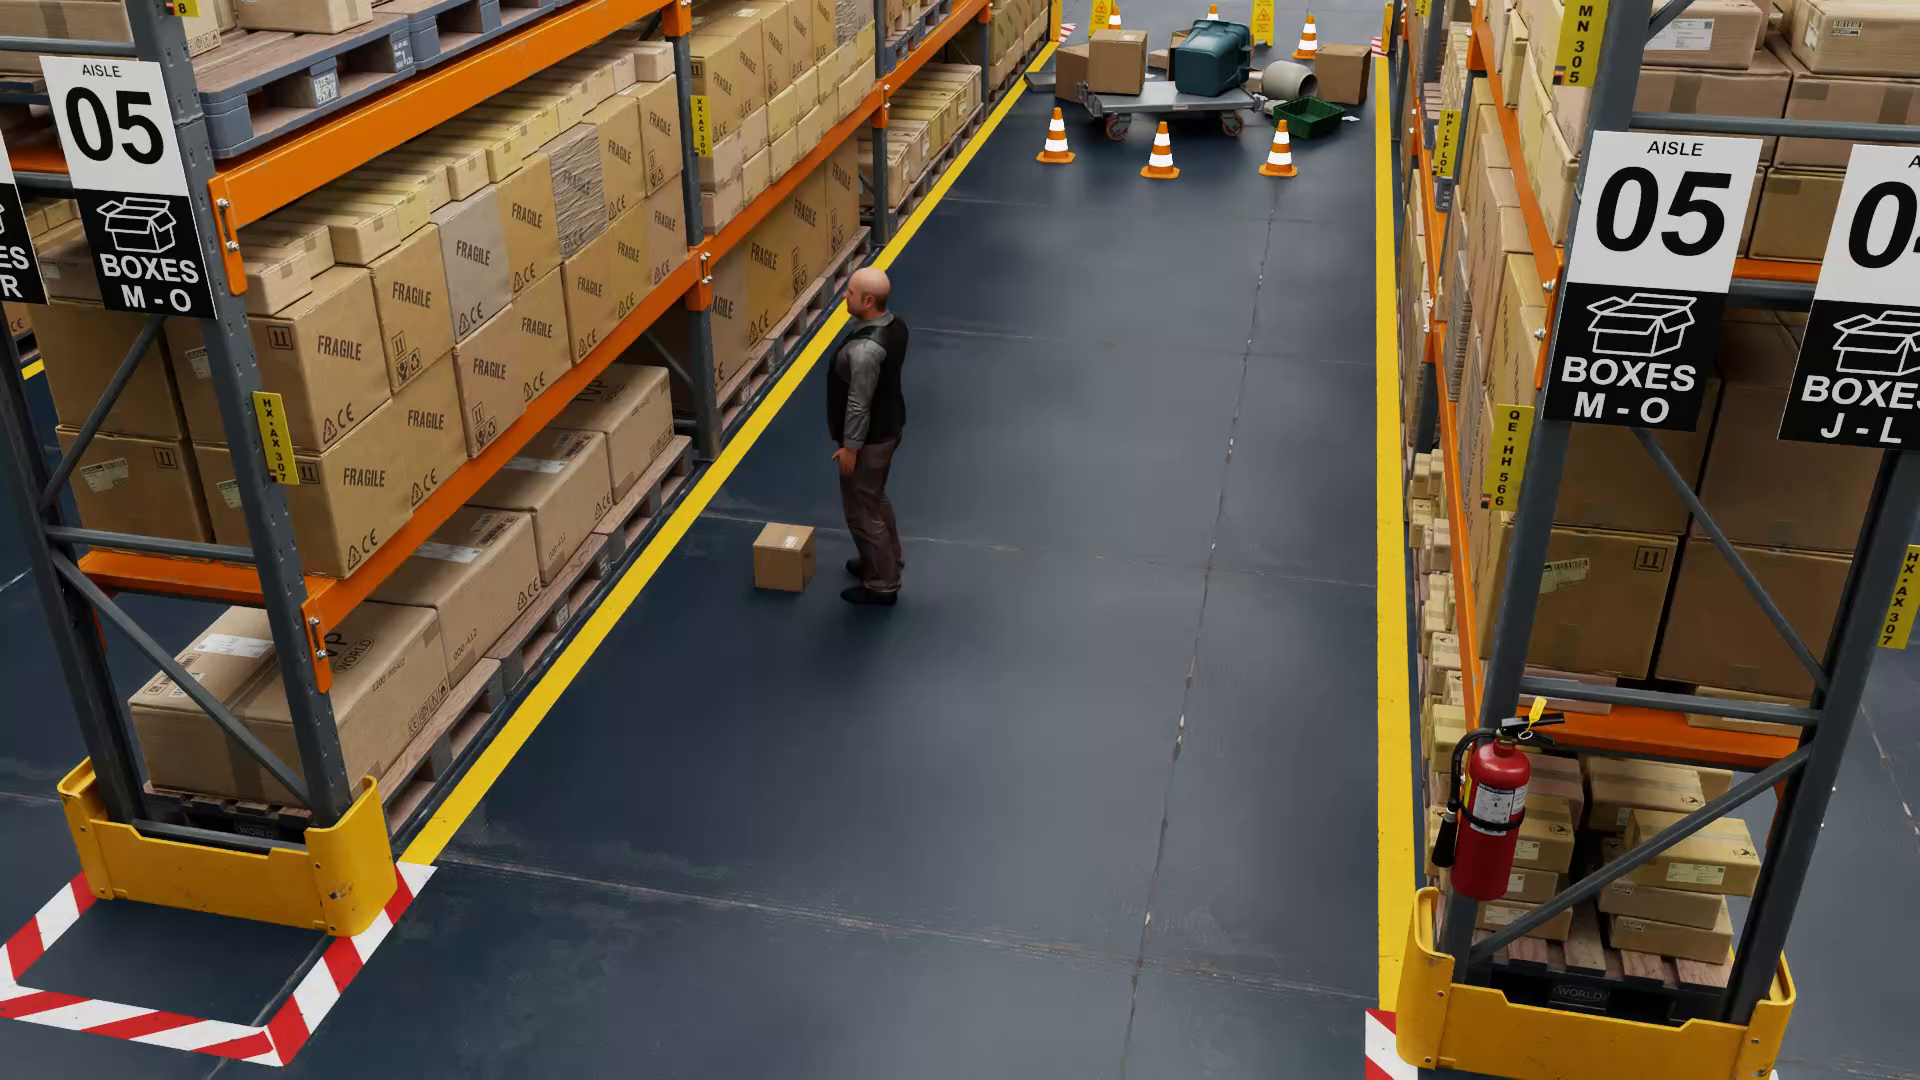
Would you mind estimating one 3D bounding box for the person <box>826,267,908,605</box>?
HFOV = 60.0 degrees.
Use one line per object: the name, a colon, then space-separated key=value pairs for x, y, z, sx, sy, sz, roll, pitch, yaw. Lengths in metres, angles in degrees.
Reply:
person: x=-0.453 y=-0.494 z=8.084 sx=0.363 sy=1.732 sz=0.531 roll=7 pitch=29 yaw=12
